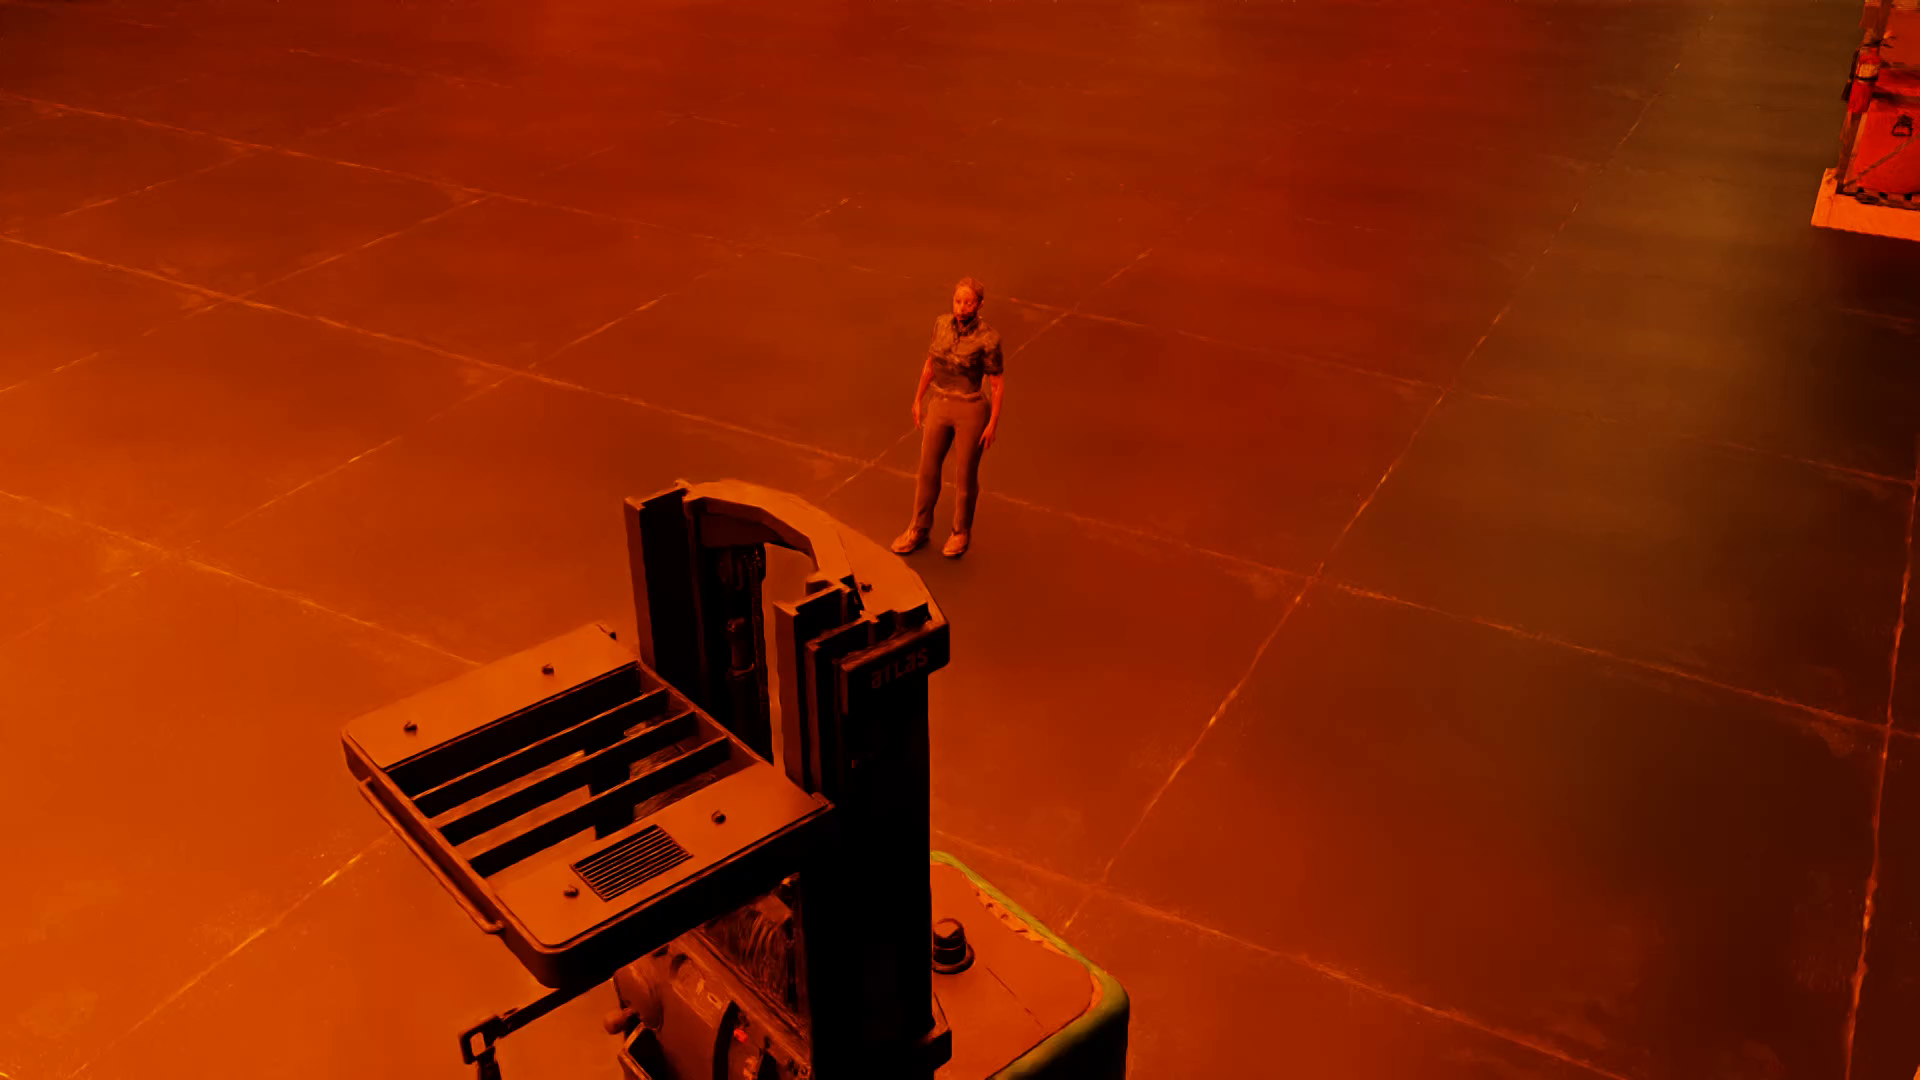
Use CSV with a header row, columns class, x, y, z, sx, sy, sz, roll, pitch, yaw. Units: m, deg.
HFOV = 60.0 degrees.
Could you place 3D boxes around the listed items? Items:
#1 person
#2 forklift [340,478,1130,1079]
class,x,y,z,sx,sy,sz,roll,pitch,yaw
person,-0.060,-0.689,9.528,0.570,1.654,0.503,15,33,25
forklift,-0.879,1.414,4.621,3.031,2.935,1.130,-24,37,-35
